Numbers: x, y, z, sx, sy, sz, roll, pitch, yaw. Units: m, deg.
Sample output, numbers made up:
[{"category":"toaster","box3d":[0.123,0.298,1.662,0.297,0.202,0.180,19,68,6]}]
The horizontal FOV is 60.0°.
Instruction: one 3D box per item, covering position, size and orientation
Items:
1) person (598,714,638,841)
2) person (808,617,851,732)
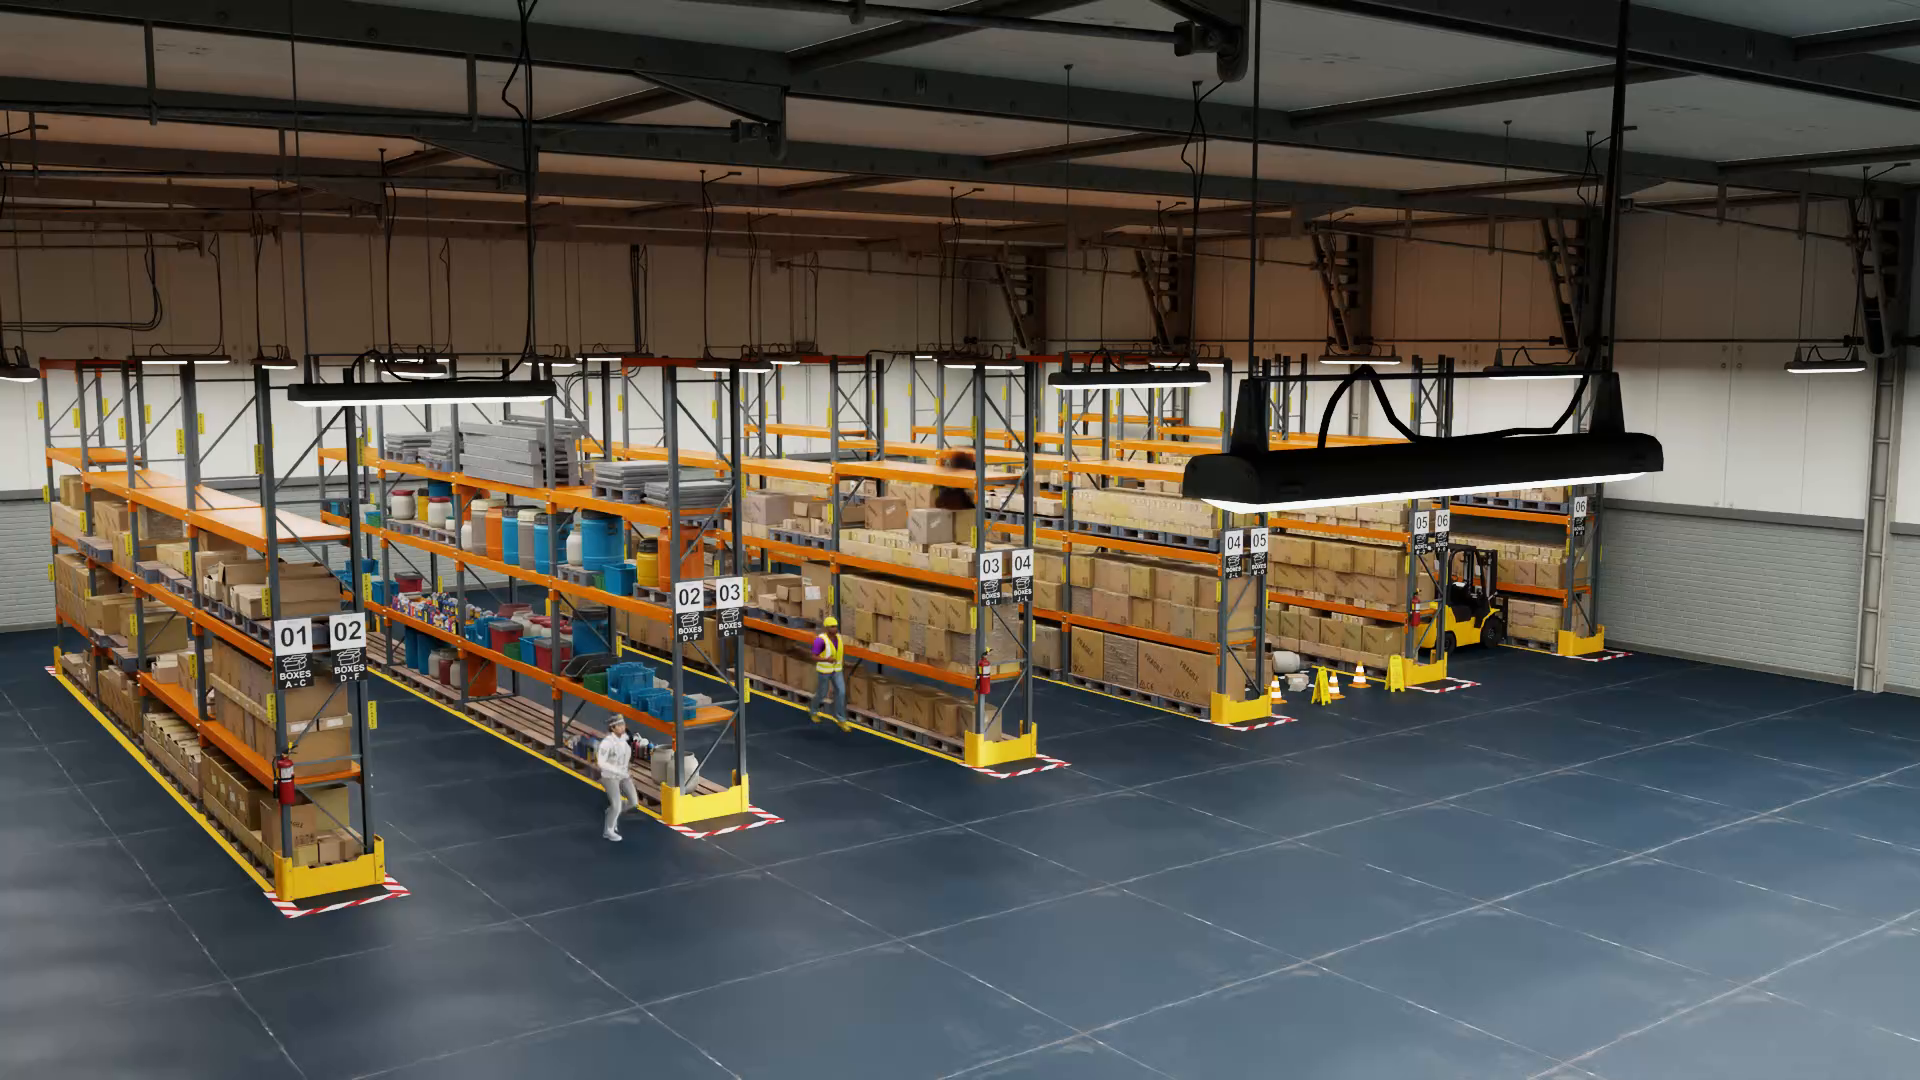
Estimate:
[{"category":"person","box3d":[-4.305,2.994,21.039,0.559,1.645,0.623,4,8,32]},{"category":"person","box3d":[-2.085,2.087,26.193,0.640,1.796,0.890,-5,8,-35]}]
